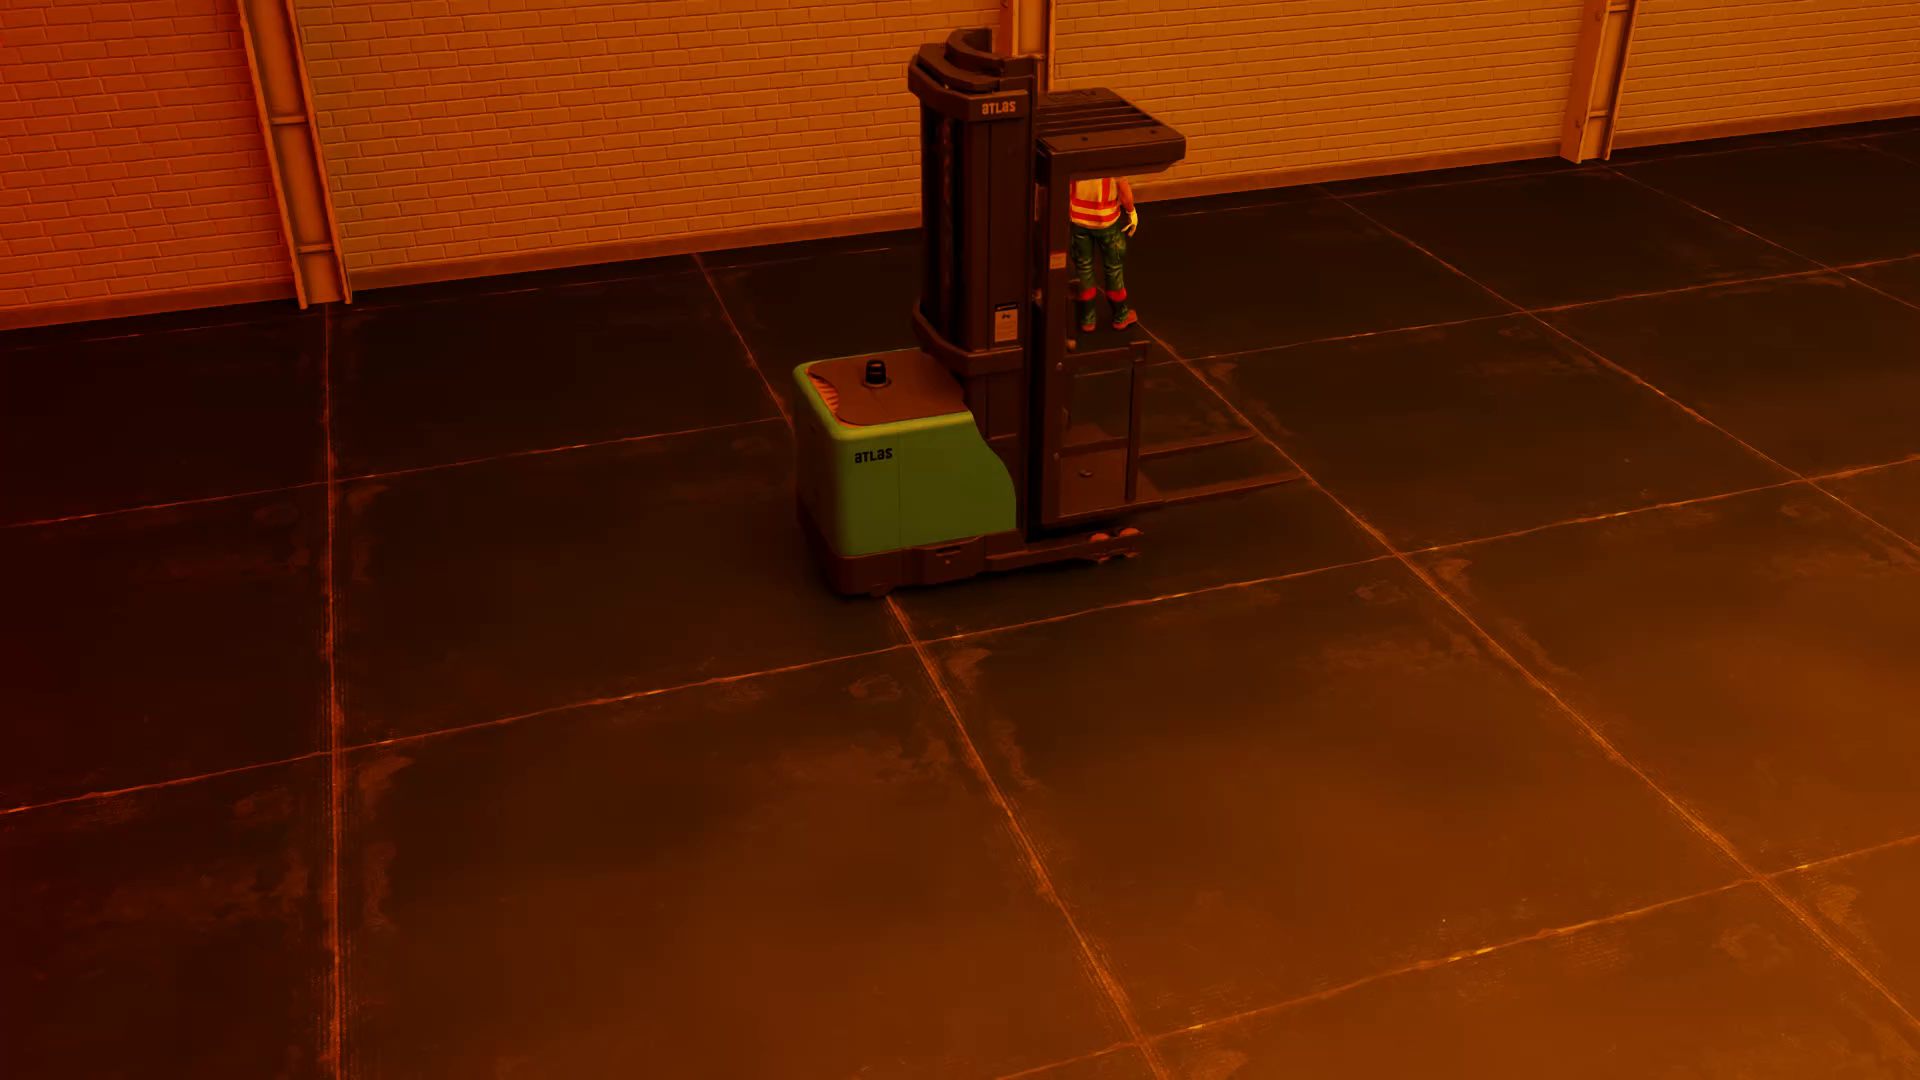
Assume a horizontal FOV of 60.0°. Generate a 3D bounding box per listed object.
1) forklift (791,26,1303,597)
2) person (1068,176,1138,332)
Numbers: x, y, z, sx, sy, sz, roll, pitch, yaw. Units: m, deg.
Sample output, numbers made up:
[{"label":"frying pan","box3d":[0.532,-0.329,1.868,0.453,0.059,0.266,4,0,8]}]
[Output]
[{"label":"forklift","box3d":[0.582,-1.380,9.485,3.031,2.935,1.130,-10,31,-16]},{"label":"person","box3d":[1.026,-2.433,12.448,0.638,1.787,0.564,10,31,16]}]
